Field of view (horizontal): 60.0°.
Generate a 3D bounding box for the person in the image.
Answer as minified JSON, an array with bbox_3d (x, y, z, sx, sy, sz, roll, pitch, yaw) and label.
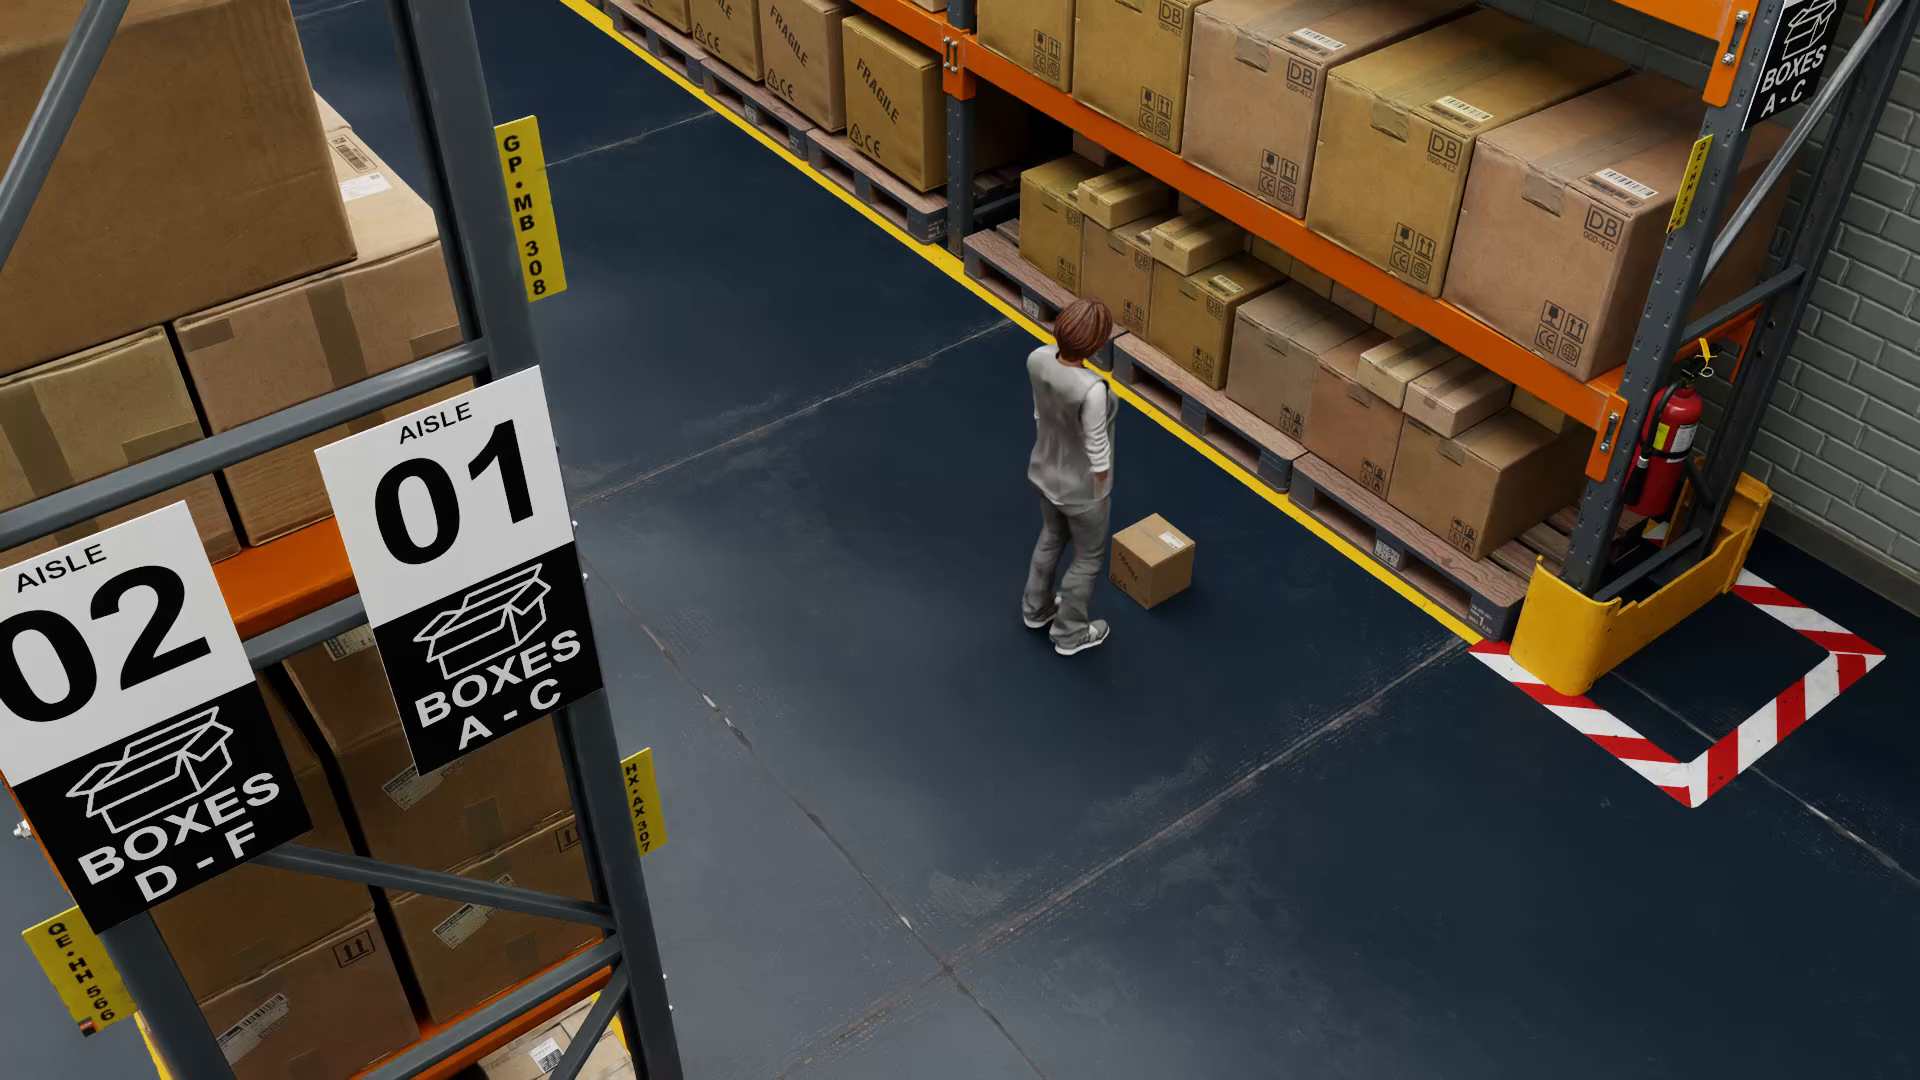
[{"bbox_3d":[0.418,-0.232,6.455,0.302,1.577,0.409,-26,47,-27],"label":"person"}]
